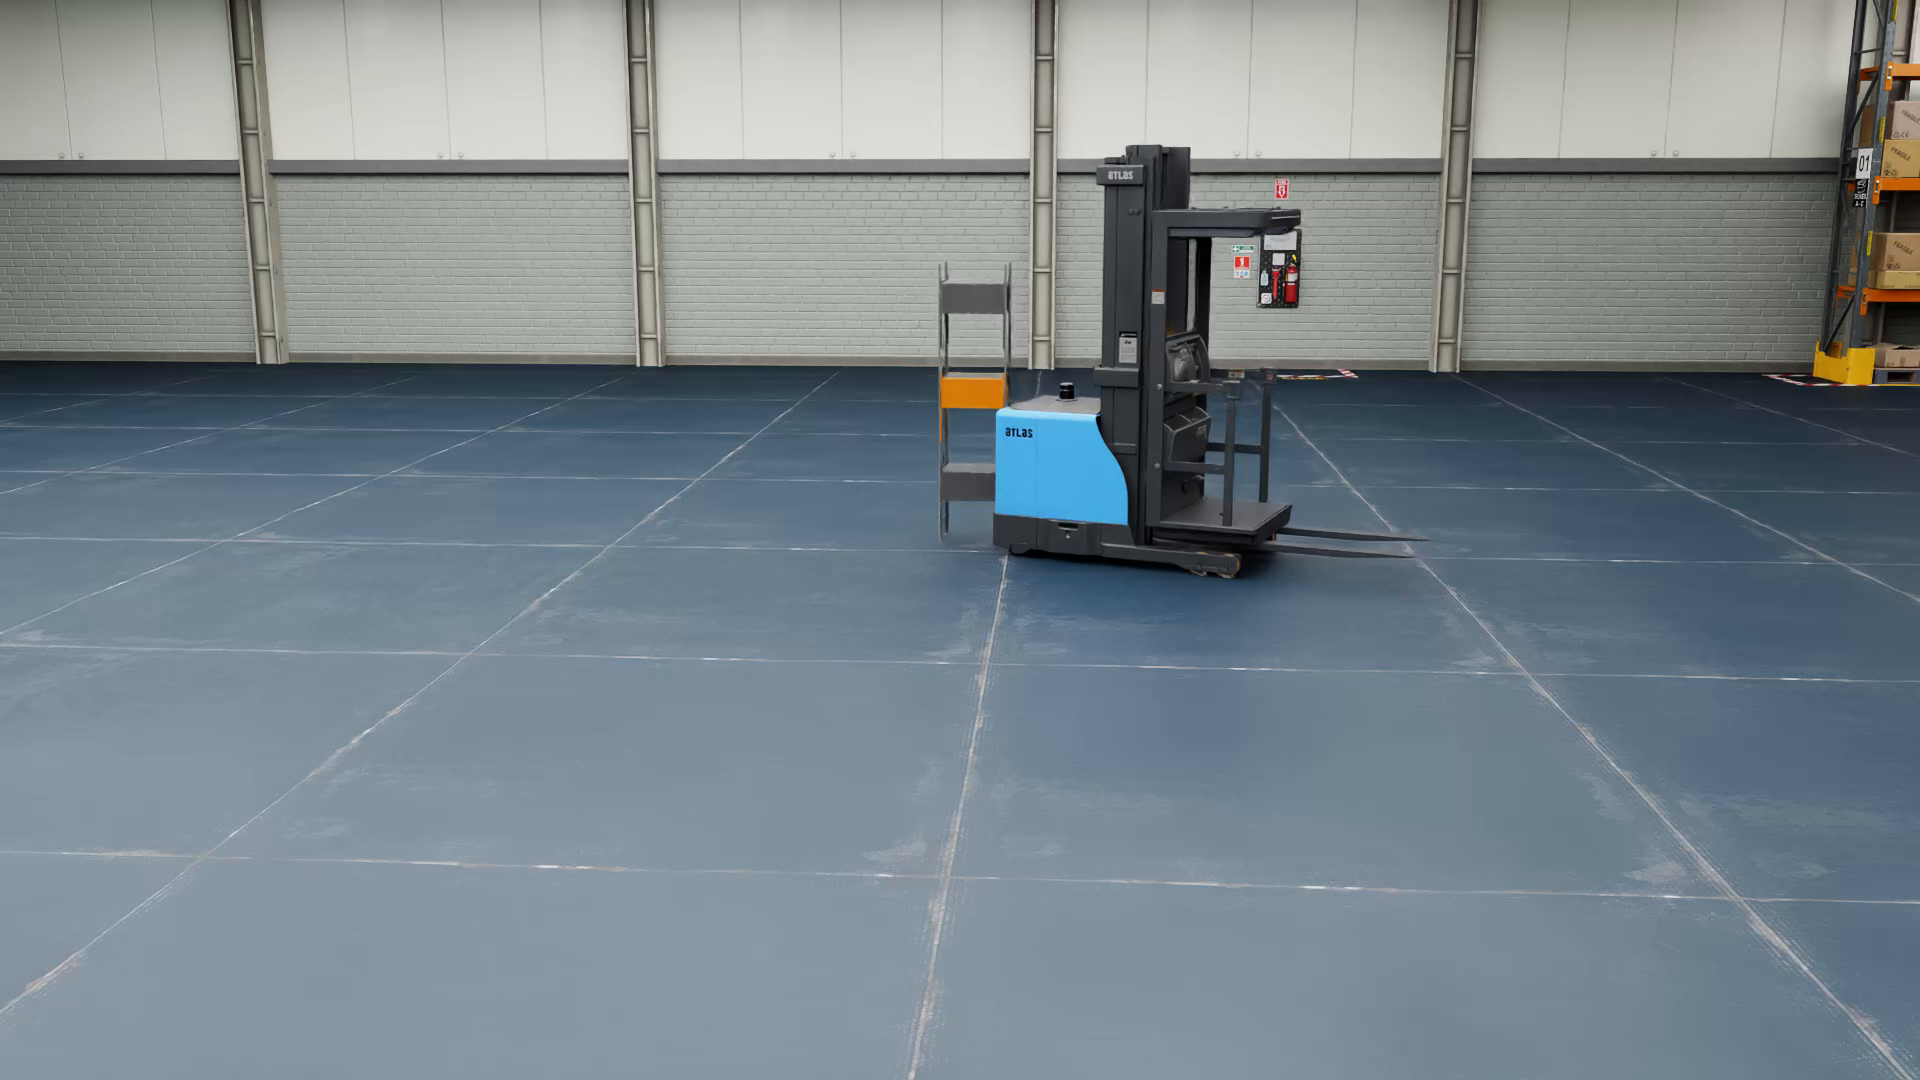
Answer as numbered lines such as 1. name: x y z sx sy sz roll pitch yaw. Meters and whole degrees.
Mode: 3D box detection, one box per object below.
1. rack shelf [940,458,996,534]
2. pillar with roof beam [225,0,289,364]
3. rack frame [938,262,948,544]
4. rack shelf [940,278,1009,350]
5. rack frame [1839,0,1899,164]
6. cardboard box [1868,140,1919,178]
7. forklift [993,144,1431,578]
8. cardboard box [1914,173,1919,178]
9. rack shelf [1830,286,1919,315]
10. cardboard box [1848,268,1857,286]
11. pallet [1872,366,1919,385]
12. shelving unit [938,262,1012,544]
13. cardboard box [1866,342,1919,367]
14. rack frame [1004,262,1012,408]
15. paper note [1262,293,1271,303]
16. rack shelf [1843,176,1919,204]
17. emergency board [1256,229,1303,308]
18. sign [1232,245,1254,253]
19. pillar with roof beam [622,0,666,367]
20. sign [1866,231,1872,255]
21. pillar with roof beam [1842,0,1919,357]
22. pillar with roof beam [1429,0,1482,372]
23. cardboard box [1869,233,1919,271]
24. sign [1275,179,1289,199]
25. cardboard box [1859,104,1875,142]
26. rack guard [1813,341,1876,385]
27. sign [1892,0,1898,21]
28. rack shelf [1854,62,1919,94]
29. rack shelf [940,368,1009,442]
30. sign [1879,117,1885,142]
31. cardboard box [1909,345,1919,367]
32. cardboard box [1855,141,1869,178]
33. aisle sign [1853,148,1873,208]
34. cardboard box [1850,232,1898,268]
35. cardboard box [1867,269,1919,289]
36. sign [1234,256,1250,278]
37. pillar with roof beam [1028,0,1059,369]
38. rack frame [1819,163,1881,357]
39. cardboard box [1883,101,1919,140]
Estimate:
1. rack shelf: 0.115 -0.336 12.729 0.480 0.518 0.431 1 12 7
2. pillar with roof beam: -11.025 -6.294 20.879 0.400 9.000 9.100 1 12 4
3. rack frame: -0.127 -1.040 12.613 0.015 2.100 0.400 1 12 7
4. rack shelf: 0.115 -1.706 12.443 0.480 0.518 0.431 1 12 7
5. rack frame: 12.453 -6.678 22.714 0.127 3.000 1.000 1 12 4
6. cardboard box: 12.770 -5.213 22.743 0.500 0.500 0.500 1 12 5
7. forklift: 1.806 -1.294 11.797 3.031 2.935 1.130 5 13 24
8. cardboard box: 13.304 -5.198 22.673 0.500 0.500 0.500 2 12 8
9. rack shelf: 14.449 -3.362 23.271 4.000 0.370 1.077 1 12 4
10. cardboard box: 12.933 -3.711 23.501 0.500 0.250 0.500 1 12 5
11. pallet: 13.337 -2.357 23.521 1.213 0.211 1.003 1 12 4
12. shelving unit: 0.115 -1.034 12.583 0.503 2.100 0.431 1 12 7
13. cardboard box: 13.137 -2.613 23.426 0.500 0.311 0.500 -1 12 -3
14. rack frame: 0.358 -1.028 12.553 0.015 2.100 0.400 1 12 7
15. paper note: 4.588 -3.618 24.888 0.142 0.148 0.016 1 12 4
16. rack shelf: 14.449 -4.830 22.964 4.000 0.370 1.077 1 12 4
17. emergency board: 4.760 -4.032 24.719 0.643 1.169 0.194 1 12 4
18. sign: 4.219 -4.336 24.789 0.331 0.109 0.001 1 12 4
19. pillar with roof beam: -5.038 -6.212 20.486 0.400 9.000 9.100 1 12 4
20. sign: 12.417 -4.054 22.710 0.005 0.325 0.100 1 12 4
21. pillar with roof beam: 12.922 -5.966 19.309 0.400 9.000 9.100 1 12 4
22. pillar with roof beam: 6.935 -6.048 19.701 0.400 9.000 9.100 1 12 4
23. cardboard box: 12.909 -3.977 22.940 0.500 0.500 0.500 1 12 4
24. sign: 4.758 -5.187 24.579 0.199 0.298 0.001 1 12 4
25. cardboard box: 12.901 -5.805 23.134 0.500 0.500 0.500 1 12 6
26. rack guard: 12.529 -2.517 23.580 0.348 0.500 1.175 1 12 4
27. sign: 12.417 -7.063 22.081 0.005 0.325 0.100 1 12 4
28. rack shelf: 14.449 -6.297 22.658 4.000 0.370 1.077 1 12 4
29. rack shelf: 0.115 -1.021 12.586 0.480 0.518 0.431 1 12 7
30. sign: 12.417 -5.527 22.402 0.005 0.325 0.100 1 12 4
31. cardboard box: 13.706 -2.605 23.388 0.500 0.311 0.500 2 12 8
32. cardboard box: 12.886 -5.314 23.229 0.500 0.500 0.500 2 12 8
33. aisle sign: 12.361 -4.954 22.774 0.004 0.787 0.394 1 12 4
34. cardboard box: 12.938 -4.082 23.442 0.500 0.500 0.500 1 12 3
35. cardboard box: 12.919 -3.606 23.000 0.500 0.250 0.500 0 12 2
36. sign: 4.215 -4.078 24.852 0.234 0.329 0.001 1 12 4
37. pillar with roof beam: 0.949 -6.130 20.094 0.400 9.000 9.100 1 12 4
38. rack frame: 12.453 -3.742 23.329 0.127 3.000 1.000 1 12 4
39. cardboard box: 12.821 -5.703 22.644 0.500 0.500 0.500 0 12 0
